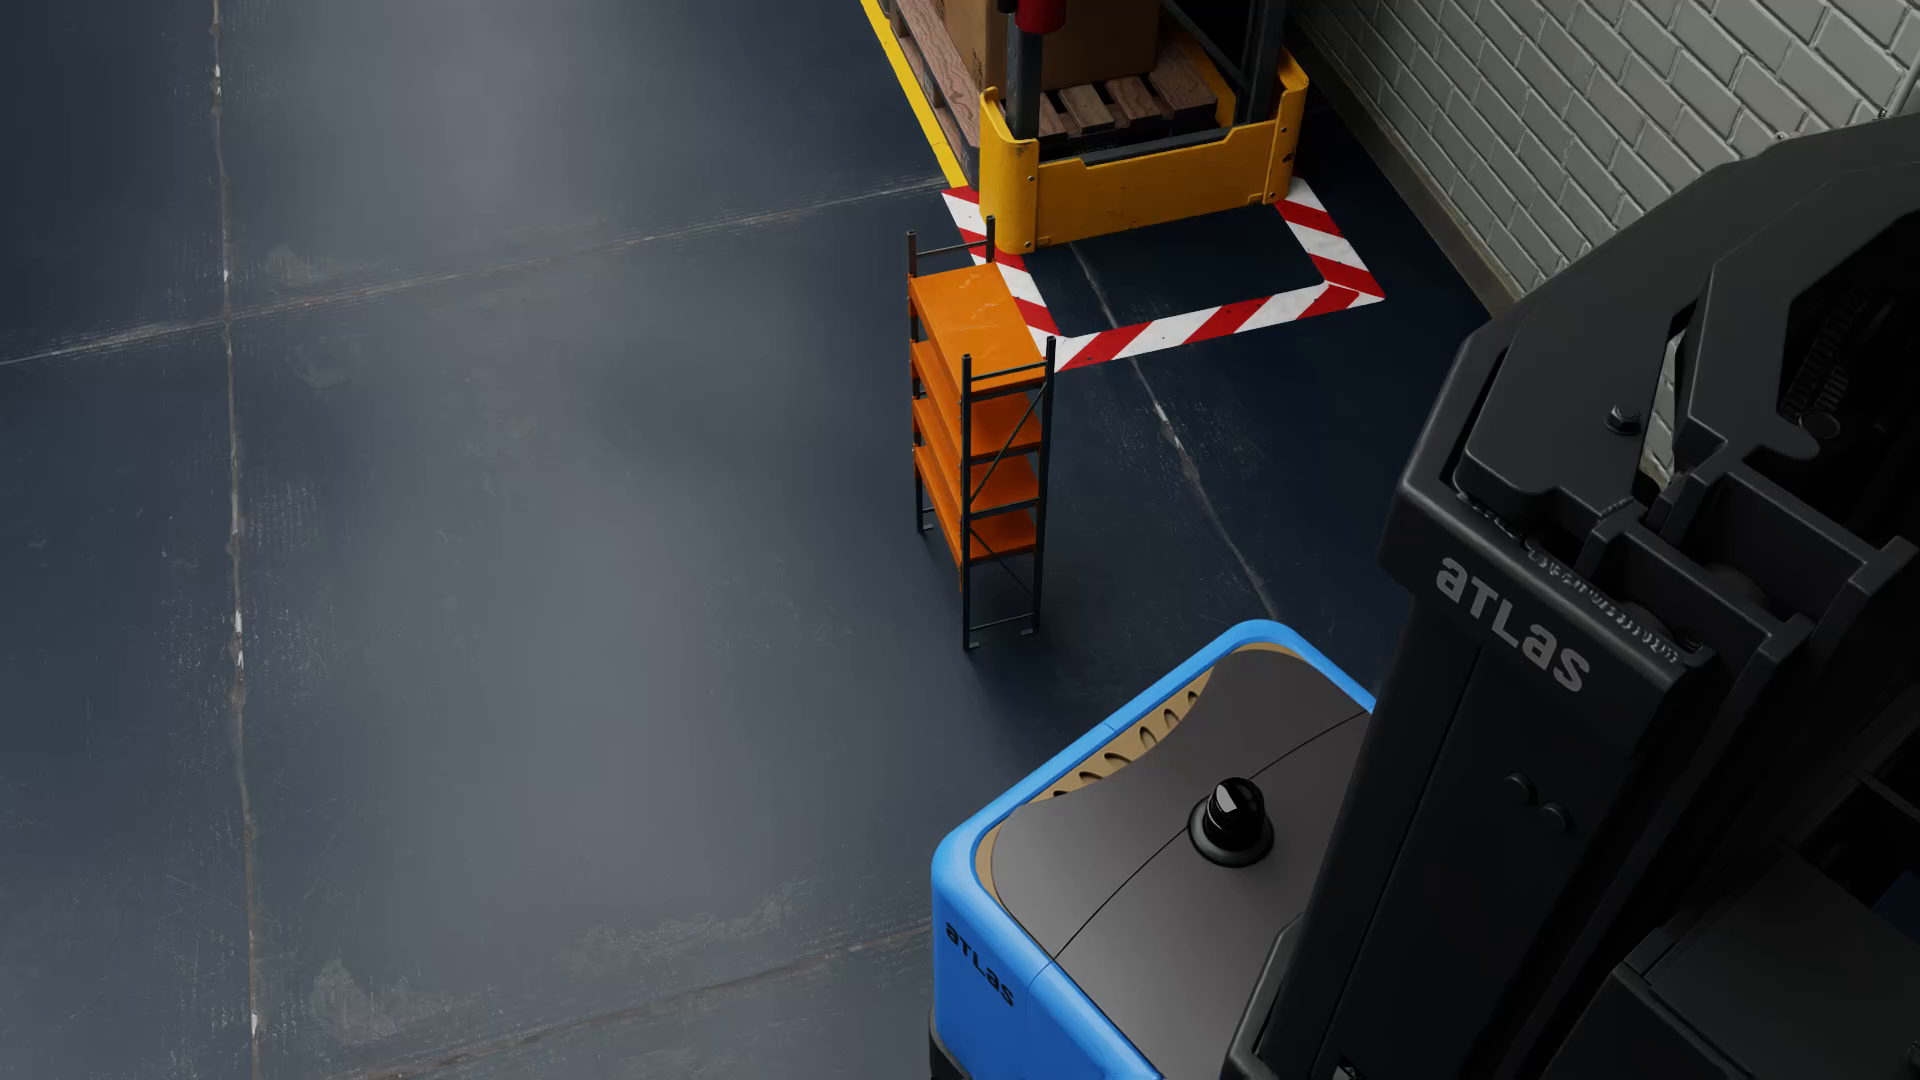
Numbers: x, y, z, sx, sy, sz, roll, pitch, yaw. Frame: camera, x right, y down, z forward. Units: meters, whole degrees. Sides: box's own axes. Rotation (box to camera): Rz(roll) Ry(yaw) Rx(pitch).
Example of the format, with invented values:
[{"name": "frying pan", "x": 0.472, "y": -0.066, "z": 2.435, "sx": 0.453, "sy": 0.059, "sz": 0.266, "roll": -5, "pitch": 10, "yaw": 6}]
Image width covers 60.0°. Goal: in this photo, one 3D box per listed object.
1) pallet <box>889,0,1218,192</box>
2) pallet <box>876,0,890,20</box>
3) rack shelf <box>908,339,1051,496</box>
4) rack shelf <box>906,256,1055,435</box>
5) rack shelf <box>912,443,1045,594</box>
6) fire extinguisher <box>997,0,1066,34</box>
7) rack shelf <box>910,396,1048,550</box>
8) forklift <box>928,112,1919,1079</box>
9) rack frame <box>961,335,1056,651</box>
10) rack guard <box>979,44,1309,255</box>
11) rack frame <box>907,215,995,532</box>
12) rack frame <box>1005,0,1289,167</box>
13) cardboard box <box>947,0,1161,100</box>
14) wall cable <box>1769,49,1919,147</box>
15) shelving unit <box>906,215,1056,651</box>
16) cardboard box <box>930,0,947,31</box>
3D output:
[{"name": "pallet", "x": 0.346, "y": -1.948, "z": 6.754, "sx": 1.003, "sy": 0.211, "sz": 1.213, "roll": -13, "pitch": 51, "yaw": -11}, {"name": "pallet", "x": -0.011, "y": -2.838, "z": 7.504, "sx": 1.003, "sy": 0.211, "sz": 1.213, "roll": -13, "pitch": 51, "yaw": -11}, {"name": "rack shelf", "x": 0.049, "y": -0.367, "z": 4.570, "sx": 0.258, "sy": 0.148, "sz": 0.480, "roll": -13, "pitch": 51, "yaw": -11}, {"name": "rack shelf", "x": 0.049, "y": -0.519, "z": 4.389, "sx": 0.258, "sy": 0.148, "sz": 0.480, "roll": -13, "pitch": 51, "yaw": -11}, {"name": "rack shelf", "x": 0.049, "y": -0.094, "z": 4.893, "sx": 0.258, "sy": 0.148, "sz": 0.480, "roll": -13, "pitch": 51, "yaw": -11}, {"name": "fire extinguisher", "x": 0.261, "y": -1.921, "z": 5.202, "sx": 0.296, "sy": 0.674, "sz": 0.183, "roll": -13, "pitch": 51, "yaw": -11}, {"name": "rack shelf", "x": 0.049, "y": -0.222, "z": 4.741, "sx": 0.258, "sy": 0.148, "sz": 0.480, "roll": -13, "pitch": 51, "yaw": -11}, {"name": "forklift", "x": 1.254, "y": 1.002, "z": 2.488, "sx": 1.130, "sy": 2.935, "sz": 3.031, "roll": -32, "pitch": 57, "yaw": -24}, {"name": "rack frame", "x": 0.121, "y": -0.088, "z": 4.539, "sx": 0.240, "sy": 1.200, "sz": 0.015, "roll": -13, "pitch": 51, "yaw": -11}, {"name": "rack guard", "x": 0.665, "y": -1.457, "z": 6.152, "sx": 1.175, "sy": 0.500, "sz": 0.348, "roll": -13, "pitch": 51, "yaw": -11}, {"name": "rack frame", "x": -0.023, "y": -0.444, "z": 4.840, "sx": 0.240, "sy": 1.200, "sz": 0.015, "roll": -13, "pitch": 51, "yaw": -11}, {"name": "rack frame", "x": 0.658, "y": -2.281, "z": 5.211, "sx": 1.000, "sy": 3.000, "sz": 0.127, "roll": -13, "pitch": 51, "yaw": -11}, {"name": "cardboard box", "x": 0.355, "y": -2.099, "z": 6.418, "sx": 0.700, "sy": 0.500, "sz": 0.500, "roll": -13, "pitch": 51, "yaw": -11}, {"name": "wall cable", "x": 1.940, "y": -1.887, "z": 4.214, "sx": 0.084, "sy": 1.984, "sz": 1.851, "roll": -13, "pitch": 51, "yaw": -11}, {"name": "shelving unit", "x": 0.049, "y": -0.266, "z": 4.689, "sx": 0.258, "sy": 1.200, "sz": 0.503, "roll": -13, "pitch": 51, "yaw": -11}, {"name": "cardboard box", "x": 0.207, "y": -2.464, "z": 6.726, "sx": 0.700, "sy": 0.500, "sz": 0.500, "roll": -13, "pitch": 51, "yaw": -11}]
